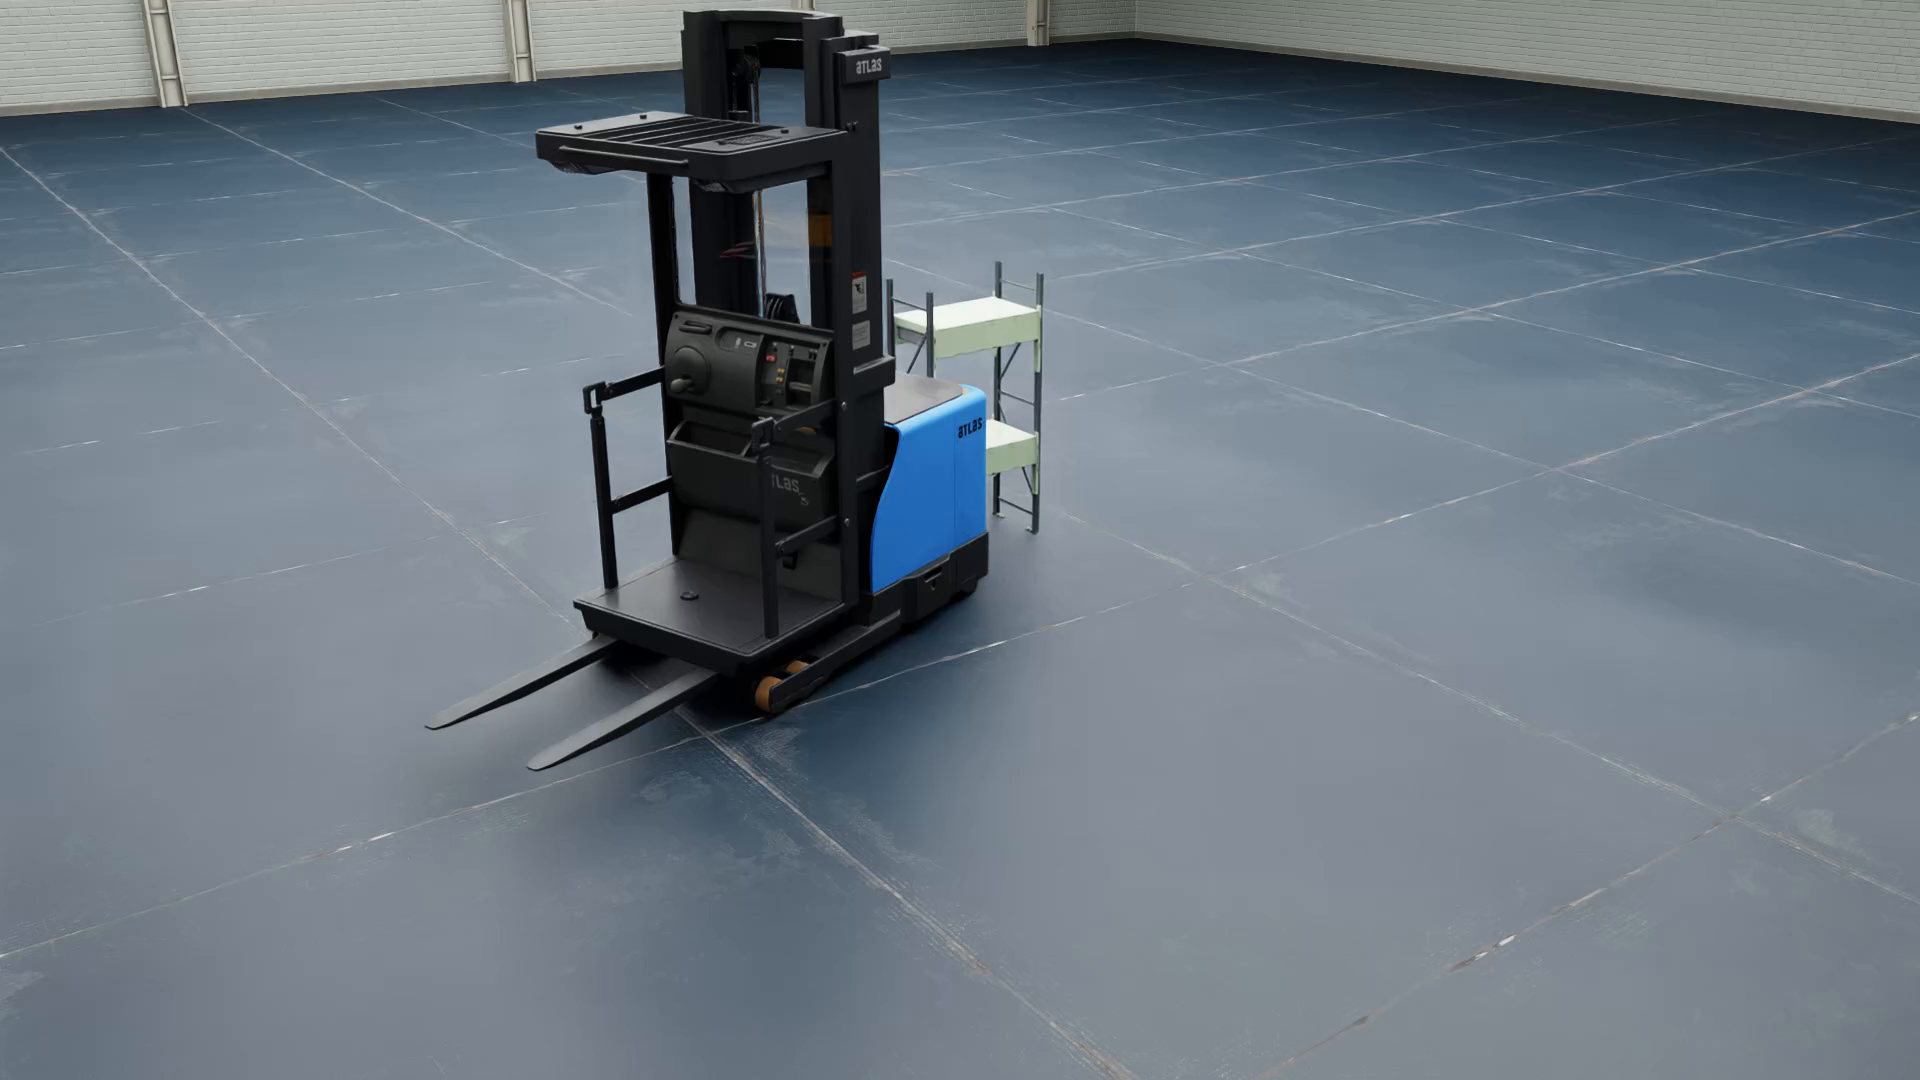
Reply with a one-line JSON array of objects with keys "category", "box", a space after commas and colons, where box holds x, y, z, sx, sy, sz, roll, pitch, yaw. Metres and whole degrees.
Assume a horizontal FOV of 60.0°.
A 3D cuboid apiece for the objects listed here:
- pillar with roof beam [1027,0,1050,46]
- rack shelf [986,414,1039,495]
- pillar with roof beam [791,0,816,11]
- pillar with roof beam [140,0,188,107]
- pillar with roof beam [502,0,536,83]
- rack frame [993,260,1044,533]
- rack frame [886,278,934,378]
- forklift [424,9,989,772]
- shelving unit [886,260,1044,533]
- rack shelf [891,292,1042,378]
[{"category": "pillar with roof beam", "box": [4.248, -13.892, 32.068, 0.400, 9.000, 9.100, -15, 26, -33]}, {"category": "rack shelf", "box": [0.029, -0.412, 9.285, 0.720, 0.370, 0.431, -15, 26, -34]}, {"category": "pillar with roof beam", "box": [-0.623, -12.593, 28.813, 0.400, 9.000, 9.100, -15, 26, -33]}, {"category": "pillar with roof beam", "box": [-10.364, -9.996, 22.304, 0.400, 9.000, 9.100, -15, 26, -33]}, {"category": "pillar with roof beam", "box": [-5.493, -11.294, 25.559, 0.400, 9.000, 9.100, -15, 26, -33]}, {"category": "rack frame", "box": [0.322, -0.796, 9.368, 0.023, 1.500, 0.400, -15, 26, -34]}, {"category": "rack frame", "box": [-0.265, -0.634, 8.961, 0.023, 1.500, 0.400, -15, 26, -34]}, {"category": "forklift", "box": [-1.092, -0.783, 7.403, 1.130, 2.935, 3.031, 14, 26, 31]}, {"category": "shelving unit", "box": [0.029, -0.715, 9.164, 0.755, 1.500, 0.431, -15, 26, -34]}, {"category": "rack shelf", "box": [0.029, -1.077, 9.020, 0.720, 0.370, 0.431, -15, 26, -34]}]
